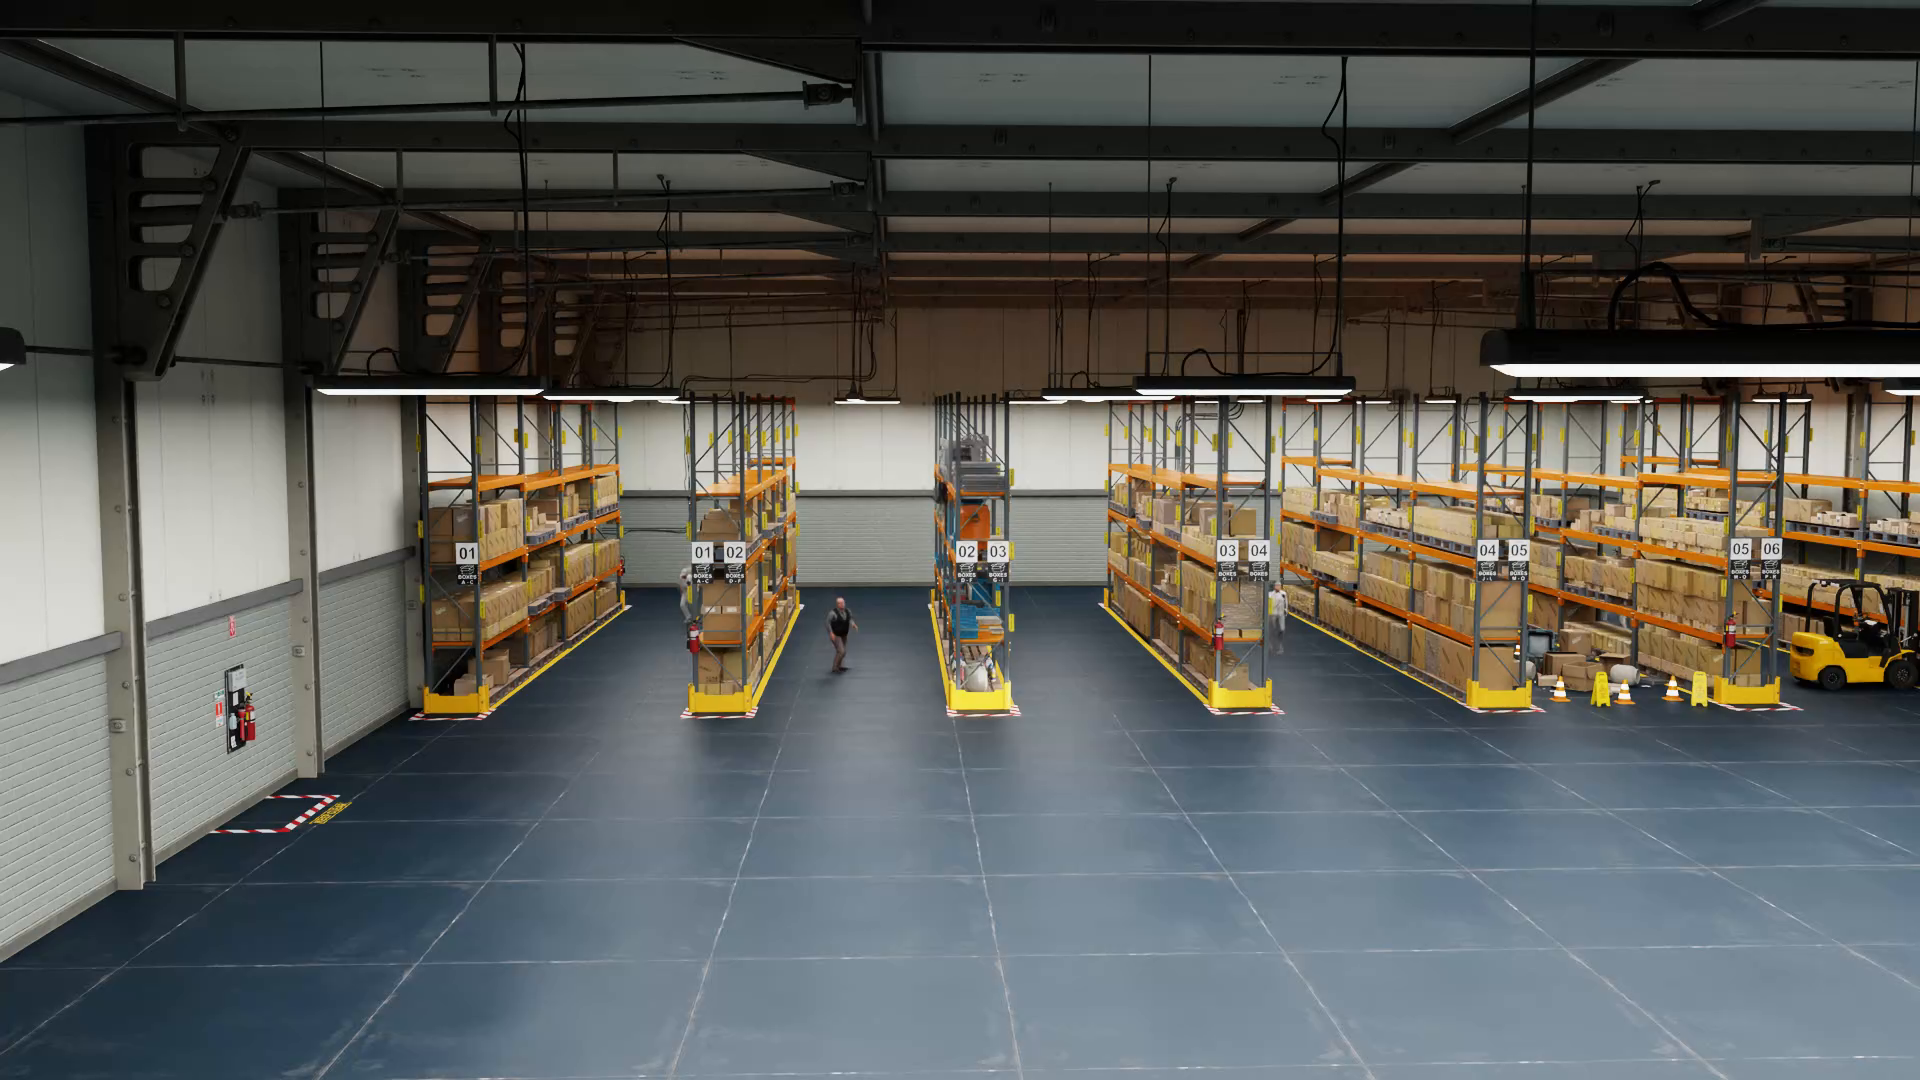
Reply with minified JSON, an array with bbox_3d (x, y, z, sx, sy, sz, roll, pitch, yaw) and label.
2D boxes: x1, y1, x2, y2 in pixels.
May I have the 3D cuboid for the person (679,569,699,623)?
[{"bbox_3d":[-7.165,1.458,44.255,0.600,1.471,1.130,1,5,16],"label":"person"}]

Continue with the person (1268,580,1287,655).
[{"bbox_3d":[7.365,1.775,38.704,0.601,1.735,0.844,0,5,-5],"label":"person"}]

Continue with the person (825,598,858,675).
[{"bbox_3d":[-2.542,2.057,35.724,0.810,1.665,0.684,3,6,36],"label":"person"}]

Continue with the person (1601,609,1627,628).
[{"bbox_3d":[16.682,1.448,42.549,0.704,1.749,0.991,-1,5,-12],"label":"person"}]
